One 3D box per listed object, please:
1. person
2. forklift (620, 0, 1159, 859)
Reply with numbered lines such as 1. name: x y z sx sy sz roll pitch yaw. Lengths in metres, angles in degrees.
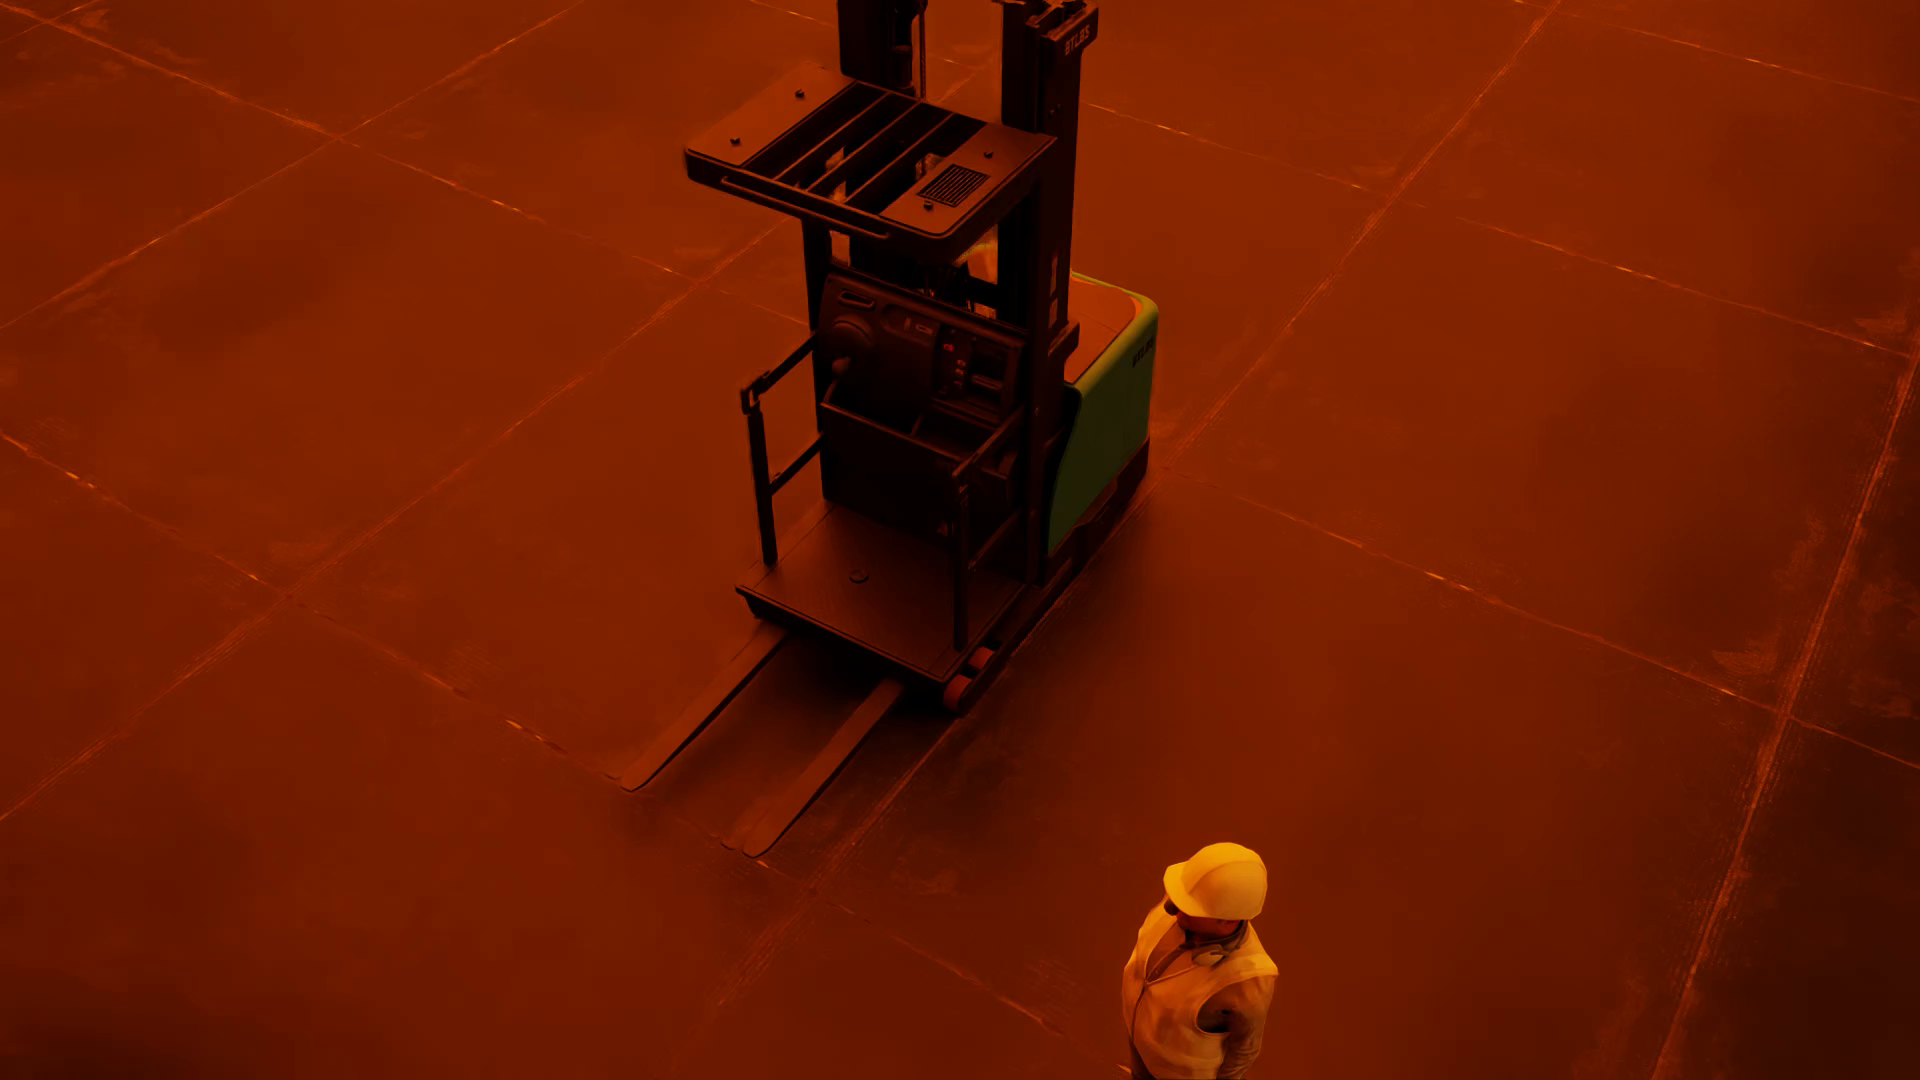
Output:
1. person: 0.676 1.513 5.097 0.375 1.775 0.524 -15 46 -16
2. forklift: -0.279 -0.688 6.574 1.130 2.935 3.031 23 48 22
